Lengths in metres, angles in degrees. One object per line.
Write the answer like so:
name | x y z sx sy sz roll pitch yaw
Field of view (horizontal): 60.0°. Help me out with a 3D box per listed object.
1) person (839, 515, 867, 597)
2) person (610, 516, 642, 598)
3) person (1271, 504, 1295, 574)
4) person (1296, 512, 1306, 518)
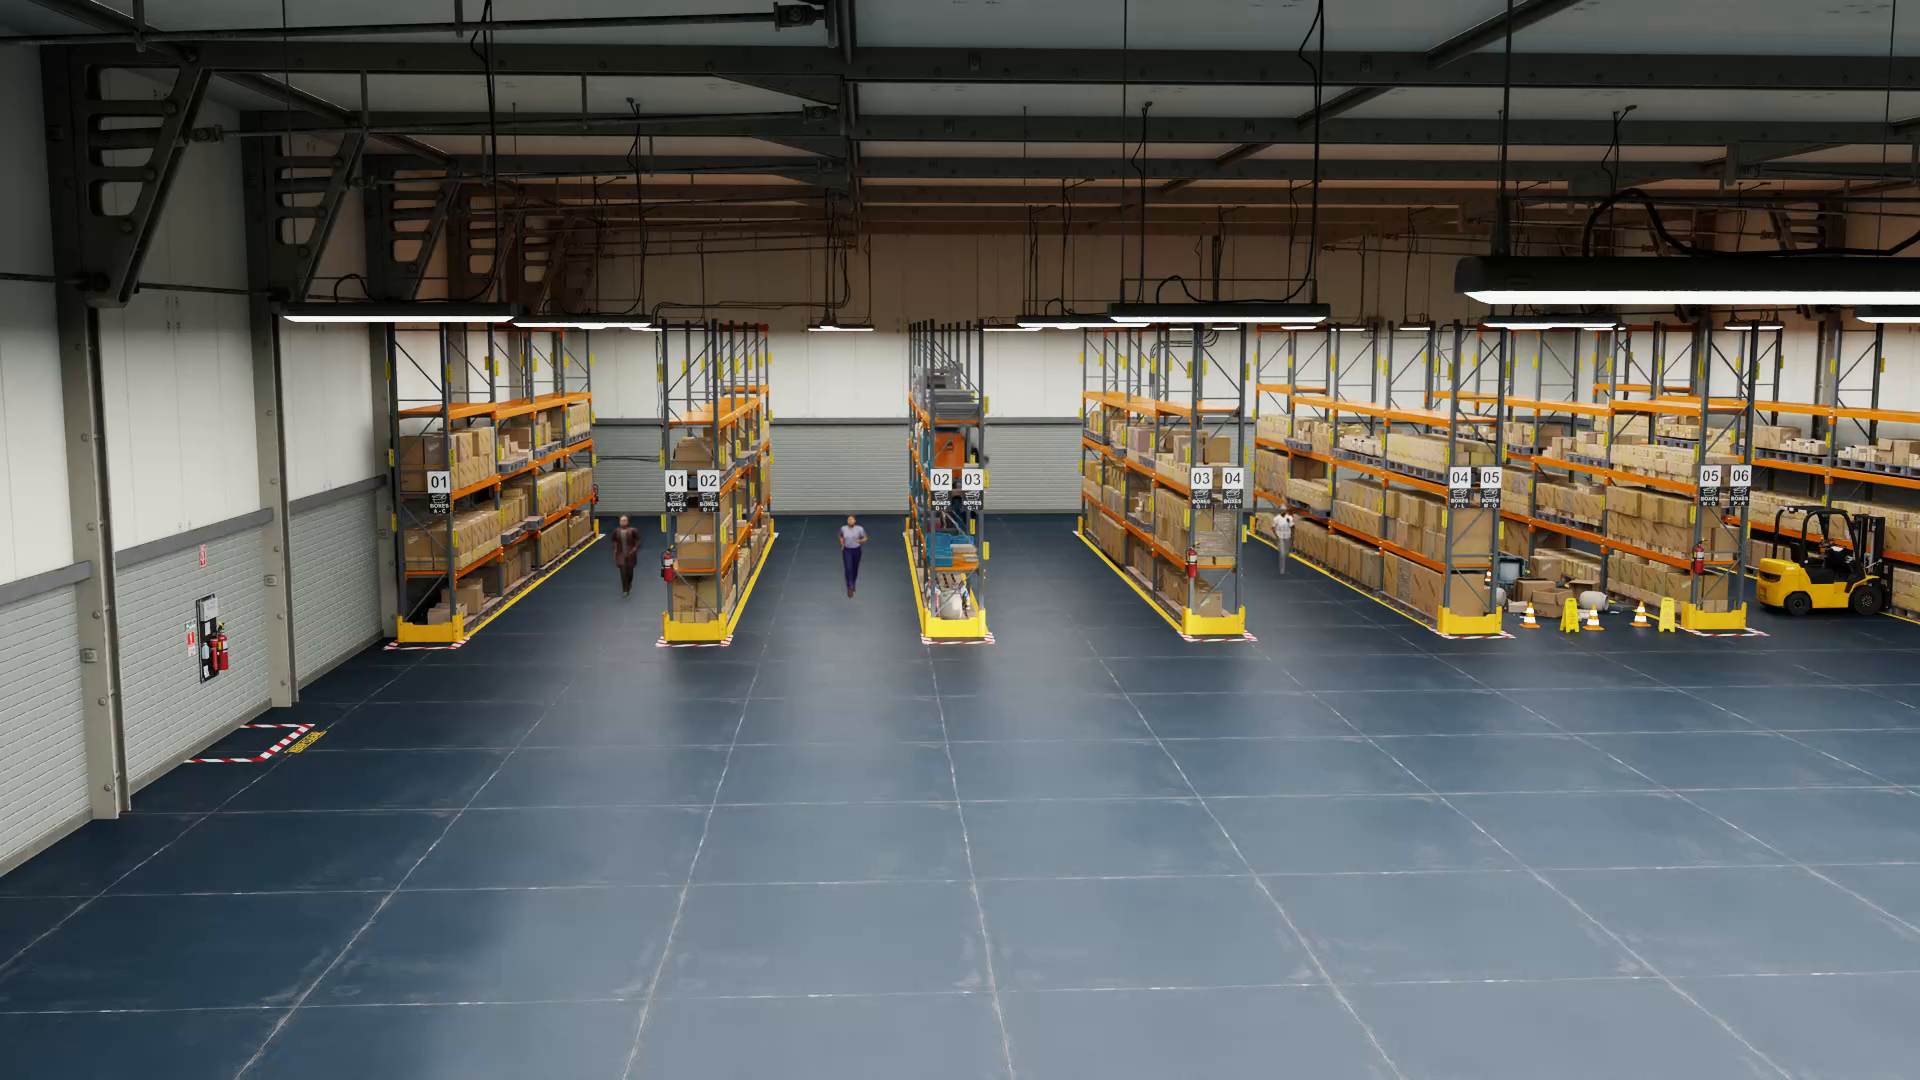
person | -2.241 0.307 34.921 0.587 1.693 0.813 -1 7 -7
person | -7.342 0.351 36.581 0.706 1.763 0.761 0 7 -3
person | 7.789 -0.042 40.095 0.576 1.684 0.636 0 7 3
person | 10.003 -1.167 48.737 0.663 1.732 0.661 -6 10 -42
